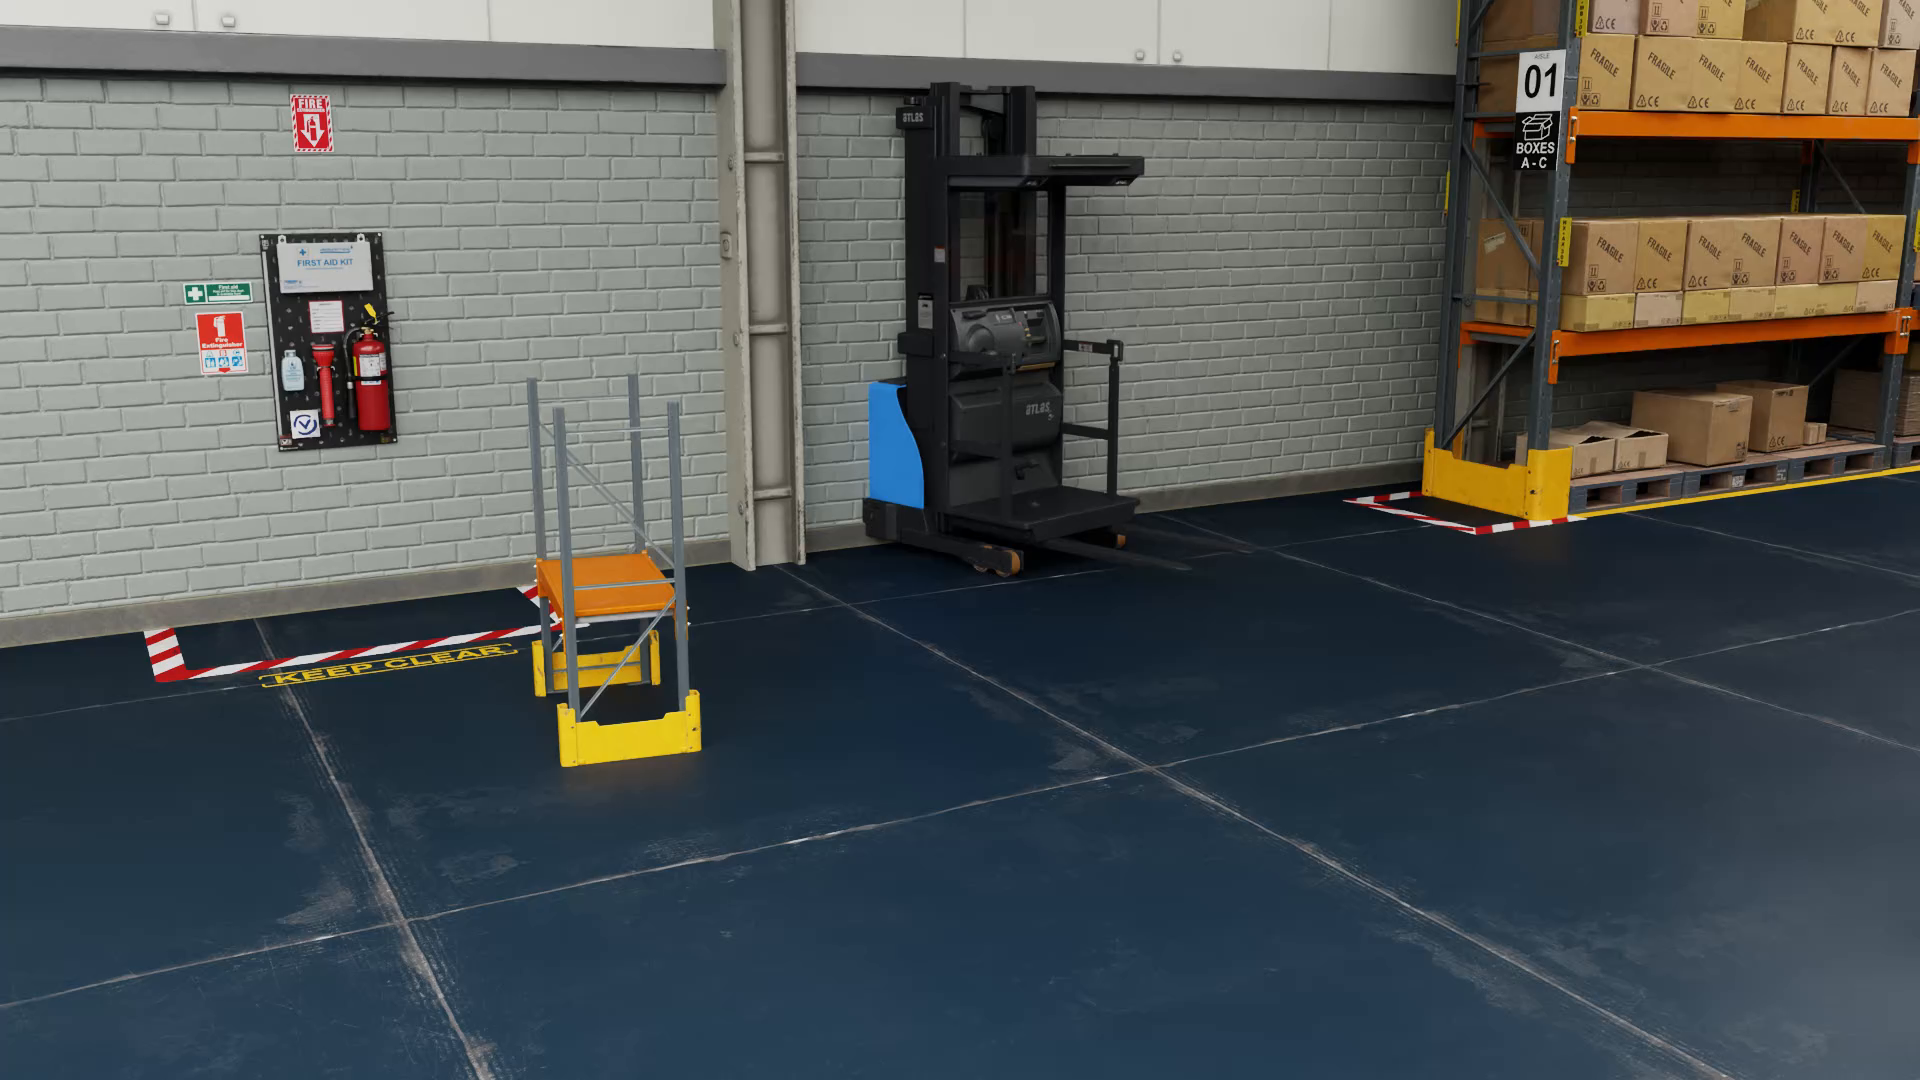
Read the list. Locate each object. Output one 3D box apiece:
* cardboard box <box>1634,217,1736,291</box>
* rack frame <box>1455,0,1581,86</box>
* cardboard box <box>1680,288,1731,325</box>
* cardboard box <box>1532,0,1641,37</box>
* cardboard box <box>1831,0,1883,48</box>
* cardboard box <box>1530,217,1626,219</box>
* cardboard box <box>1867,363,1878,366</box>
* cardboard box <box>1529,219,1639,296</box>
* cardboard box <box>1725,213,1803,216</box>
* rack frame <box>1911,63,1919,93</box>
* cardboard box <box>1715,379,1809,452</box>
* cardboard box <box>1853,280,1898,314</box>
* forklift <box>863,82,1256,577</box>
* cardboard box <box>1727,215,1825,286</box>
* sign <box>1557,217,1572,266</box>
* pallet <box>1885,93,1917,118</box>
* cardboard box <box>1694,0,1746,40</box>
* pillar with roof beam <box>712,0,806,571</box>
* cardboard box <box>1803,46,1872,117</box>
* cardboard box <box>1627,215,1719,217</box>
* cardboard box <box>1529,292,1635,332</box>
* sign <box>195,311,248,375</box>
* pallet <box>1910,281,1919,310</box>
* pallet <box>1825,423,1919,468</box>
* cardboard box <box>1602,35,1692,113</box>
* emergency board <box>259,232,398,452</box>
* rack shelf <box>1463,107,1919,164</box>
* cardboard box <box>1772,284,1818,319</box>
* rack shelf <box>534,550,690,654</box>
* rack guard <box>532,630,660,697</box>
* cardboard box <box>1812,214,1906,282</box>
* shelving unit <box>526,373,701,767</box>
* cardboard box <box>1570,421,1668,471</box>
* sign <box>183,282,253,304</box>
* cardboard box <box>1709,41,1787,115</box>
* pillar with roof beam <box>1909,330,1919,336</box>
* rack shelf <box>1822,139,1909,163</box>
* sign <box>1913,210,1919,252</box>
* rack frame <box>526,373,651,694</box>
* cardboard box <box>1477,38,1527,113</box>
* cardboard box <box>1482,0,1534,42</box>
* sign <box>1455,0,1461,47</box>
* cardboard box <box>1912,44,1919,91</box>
[{"bbox_3d":[5.313,-2.112,12.251,0.500,0.500,0.500,-7,15,-30],"label":"cardboard box"},{"bbox_3d":[3.855,-4.641,11.236,0.127,3.000,1.000,-7,14,-28],"label":"rack frame"},{"bbox_3d":[5.335,-1.751,12.353,0.500,0.250,0.500,-7,15,-29],"label":"cardboard box"},{"bbox_3d":[4.310,-3.718,11.415,0.500,0.500,0.500,-8,15,-32],"label":"cardboard box"},{"bbox_3d":[6.578,-3.980,12.579,0.500,0.500,0.500,-6,14,-25],"label":"cardboard box"},{"bbox_3d":[4.614,-2.158,12.456,0.500,0.500,0.500,-7,14,-27],"label":"cardboard box"},{"bbox_3d":[8.434,-1.275,14.634,0.500,0.500,0.700,-7,15,-29],"label":"cardboard box"},{"bbox_3d":[4.418,-2.009,11.793,0.500,0.500,0.500,-7,14,-28],"label":"cardboard box"},{"bbox_3d":[6.398,-2.375,13.417,0.500,0.500,0.500,-7,14,-28],"label":"cardboard box"},{"bbox_3d":[7.366,-5.062,13.106,0.127,3.000,1.000,-7,14,-28],"label":"rack frame"},{"bbox_3d":[6.474,-1.013,13.472,0.500,0.500,0.500,-8,15,-32],"label":"cardboard box"},{"bbox_3d":[7.096,-1.964,13.298,0.500,0.250,0.500,-7,14,-28],"label":"cardboard box"},{"bbox_3d":[0.443,-1.332,10.353,1.130,2.935,3.031,-12,18,-43],"label":"forklift"},{"bbox_3d":[6.217,-2.224,12.746,0.500,0.500,0.500,-7,15,-29],"label":"cardboard box"},{"bbox_3d":[4.115,-2.032,11.335,0.005,0.325,0.100,-7,14,-28],"label":"sign"},{"bbox_3d":[7.959,-3.551,13.653,1.003,0.211,1.213,-7,14,-28],"label":"pallet"},{"bbox_3d":[5.219,-3.817,11.855,0.500,0.500,0.500,-6,14,-26],"label":"cardboard box"},{"bbox_3d":[0.852,-3.421,5.813,0.400,9.000,9.100,-7,14,-28],"label":"pillar with roof beam"},{"bbox_3d":[6.591,-3.506,12.749,0.500,0.500,0.500,-8,15,-33],"label":"cardboard box"},{"bbox_3d":[5.507,-2.267,12.937,0.500,0.500,0.500,-7,14,-27],"label":"cardboard box"},{"bbox_3d":[4.436,-1.641,11.865,0.500,0.250,0.500,-7,15,-29],"label":"cardboard box"},{"bbox_3d":[-3.933,-1.050,8.862,0.234,0.329,0.001,-7,14,-28],"label":"sign"},{"bbox_3d":[8.107,-2.094,14.019,1.213,0.211,1.003,-7,14,-28],"label":"pallet"},{"bbox_3d":[8.049,-0.857,14.436,1.213,0.211,1.003,-7,14,-28],"label":"pallet"},{"bbox_3d":[4.757,-3.273,11.715,0.500,0.500,0.500,-6,14,-24],"label":"cardboard box"},{"bbox_3d":[-3.399,-1.071,9.036,0.643,1.169,0.194,-7,14,-28],"label":"emergency board"},{"bbox_3d":[5.611,-3.037,12.580,4.000,0.370,1.077,-7,14,-28],"label":"rack shelf"},{"bbox_3d":[6.220,-1.857,12.824,0.500,0.250,0.500,-7,14,-28],"label":"cardboard box"},{"bbox_3d":[-1.558,0.257,7.369,0.538,0.185,1.000,-5,13,-19],"label":"rack shelf"},{"bbox_3d":[-1.731,0.587,7.932,0.587,0.250,0.087,-5,13,-19],"label":"rack guard"},{"bbox_3d":[7.099,-2.328,13.211,0.500,0.500,0.500,-7,14,-28],"label":"cardboard box"},{"bbox_3d":[-1.561,0.080,7.338,0.587,1.500,1.083,-5,13,-19],"label":"shelving unit"},{"bbox_3d":[5.006,-0.733,12.655,0.500,0.311,0.500,-6,14,-23],"label":"cardboard box"},{"bbox_3d":[-3.925,-1.307,8.798,0.331,0.109,0.001,-7,14,-28],"label":"sign"},{"bbox_3d":[5.671,-3.389,12.230,0.500,0.500,0.500,-6,14,-24],"label":"cardboard box"},{"bbox_3d":[11.384,-4.683,11.422,0.400,9.000,9.100,-7,14,-28],"label":"pillar with roof beam"},{"bbox_3d":[9.122,-3.458,14.449,4.000,0.370,1.077,-7,14,-28],"label":"rack shelf"},{"bbox_3d":[7.633,-2.454,13.209,0.005,0.325,0.100,-7,14,-28],"label":"sign"},{"bbox_3d":[-1.732,-0.023,7.796,0.500,1.500,0.032,-5,13,-19],"label":"rack frame"},{"bbox_3d":[4.100,-3.329,11.964,0.500,0.500,0.500,-6,14,-24],"label":"cardboard box"},{"bbox_3d":[4.108,-3.820,11.868,0.500,0.500,0.500,-6,14,-25],"label":"cardboard box"},{"bbox_3d":[3.607,-3.719,11.953,0.005,0.325,0.100,-7,14,-28],"label":"sign"},{"bbox_3d":[7.884,-3.894,13.565,0.500,0.500,0.500,-5,13,-20],"label":"cardboard box"}]
